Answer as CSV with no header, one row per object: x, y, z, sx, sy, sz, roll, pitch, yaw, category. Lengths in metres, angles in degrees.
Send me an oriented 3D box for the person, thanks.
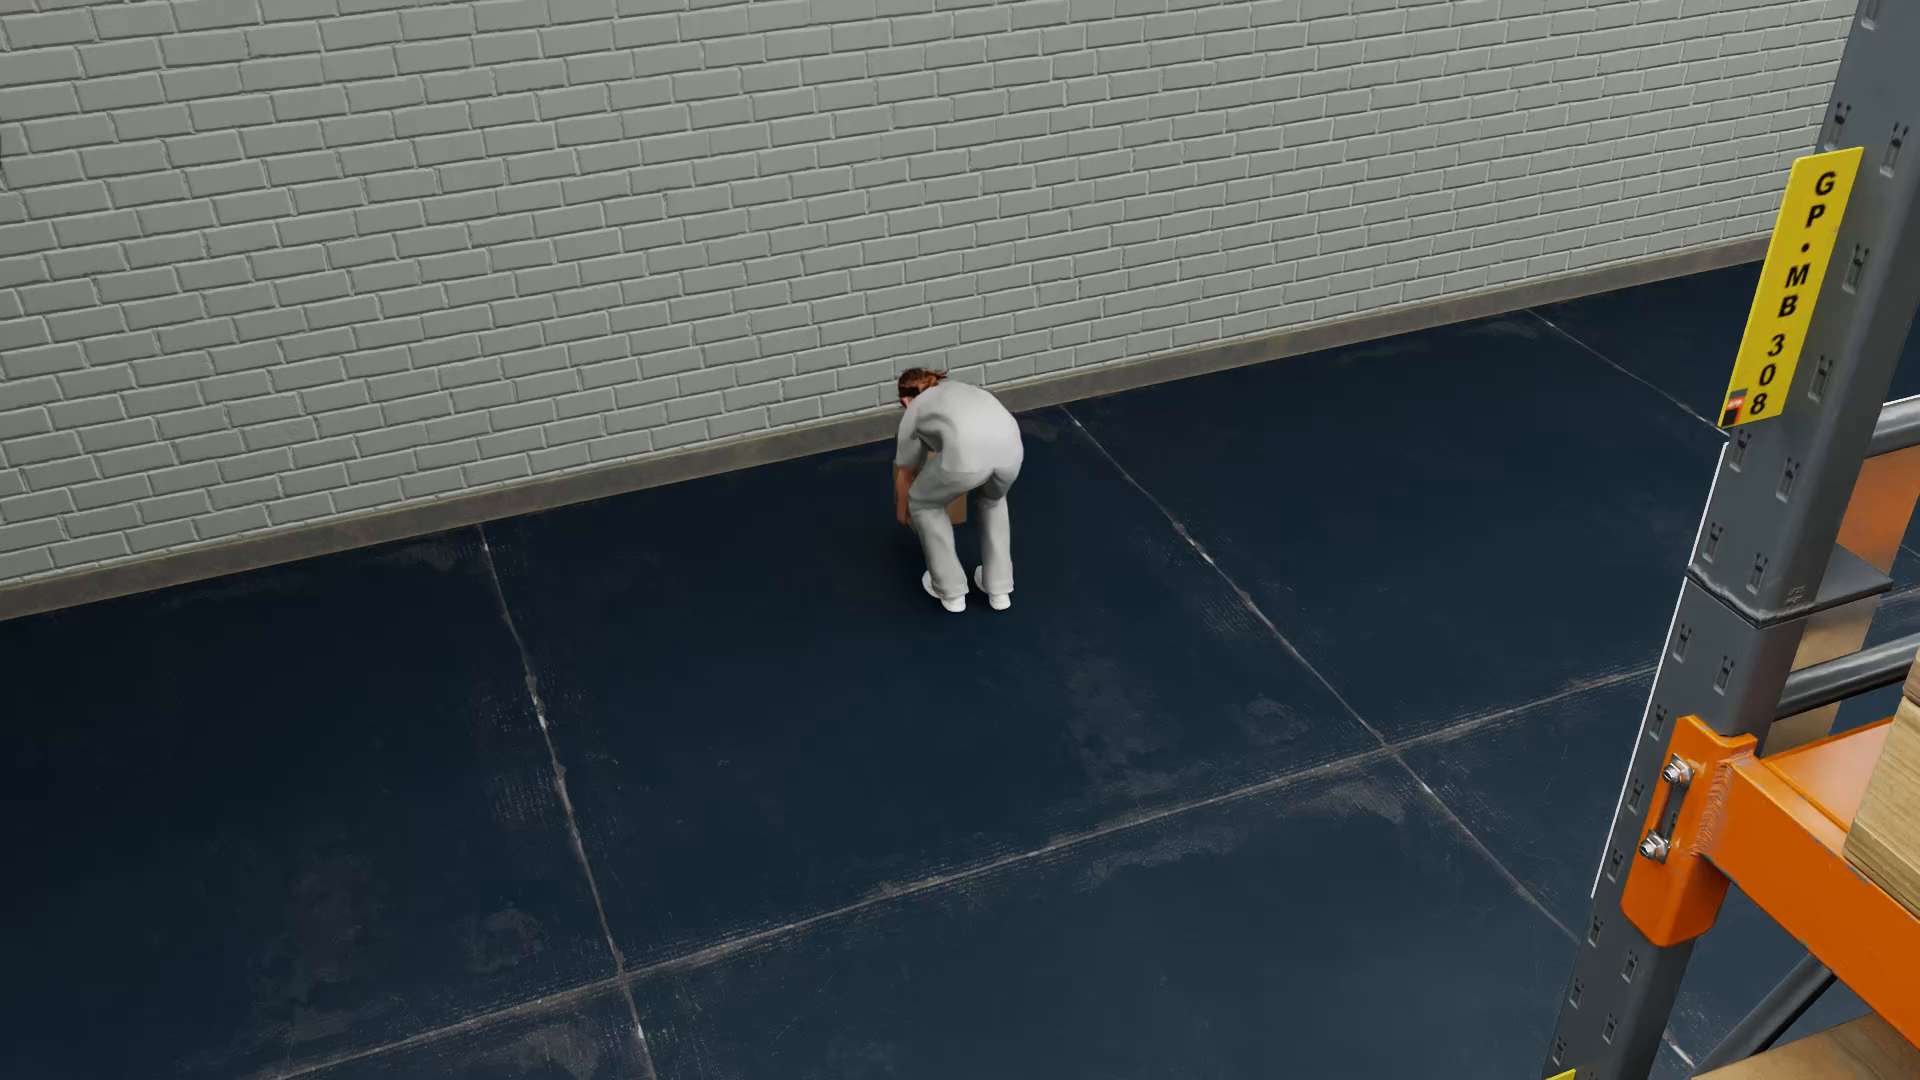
-0.036,-0.249,7.139,0.438,0.986,0.864,-15,36,-21,person
